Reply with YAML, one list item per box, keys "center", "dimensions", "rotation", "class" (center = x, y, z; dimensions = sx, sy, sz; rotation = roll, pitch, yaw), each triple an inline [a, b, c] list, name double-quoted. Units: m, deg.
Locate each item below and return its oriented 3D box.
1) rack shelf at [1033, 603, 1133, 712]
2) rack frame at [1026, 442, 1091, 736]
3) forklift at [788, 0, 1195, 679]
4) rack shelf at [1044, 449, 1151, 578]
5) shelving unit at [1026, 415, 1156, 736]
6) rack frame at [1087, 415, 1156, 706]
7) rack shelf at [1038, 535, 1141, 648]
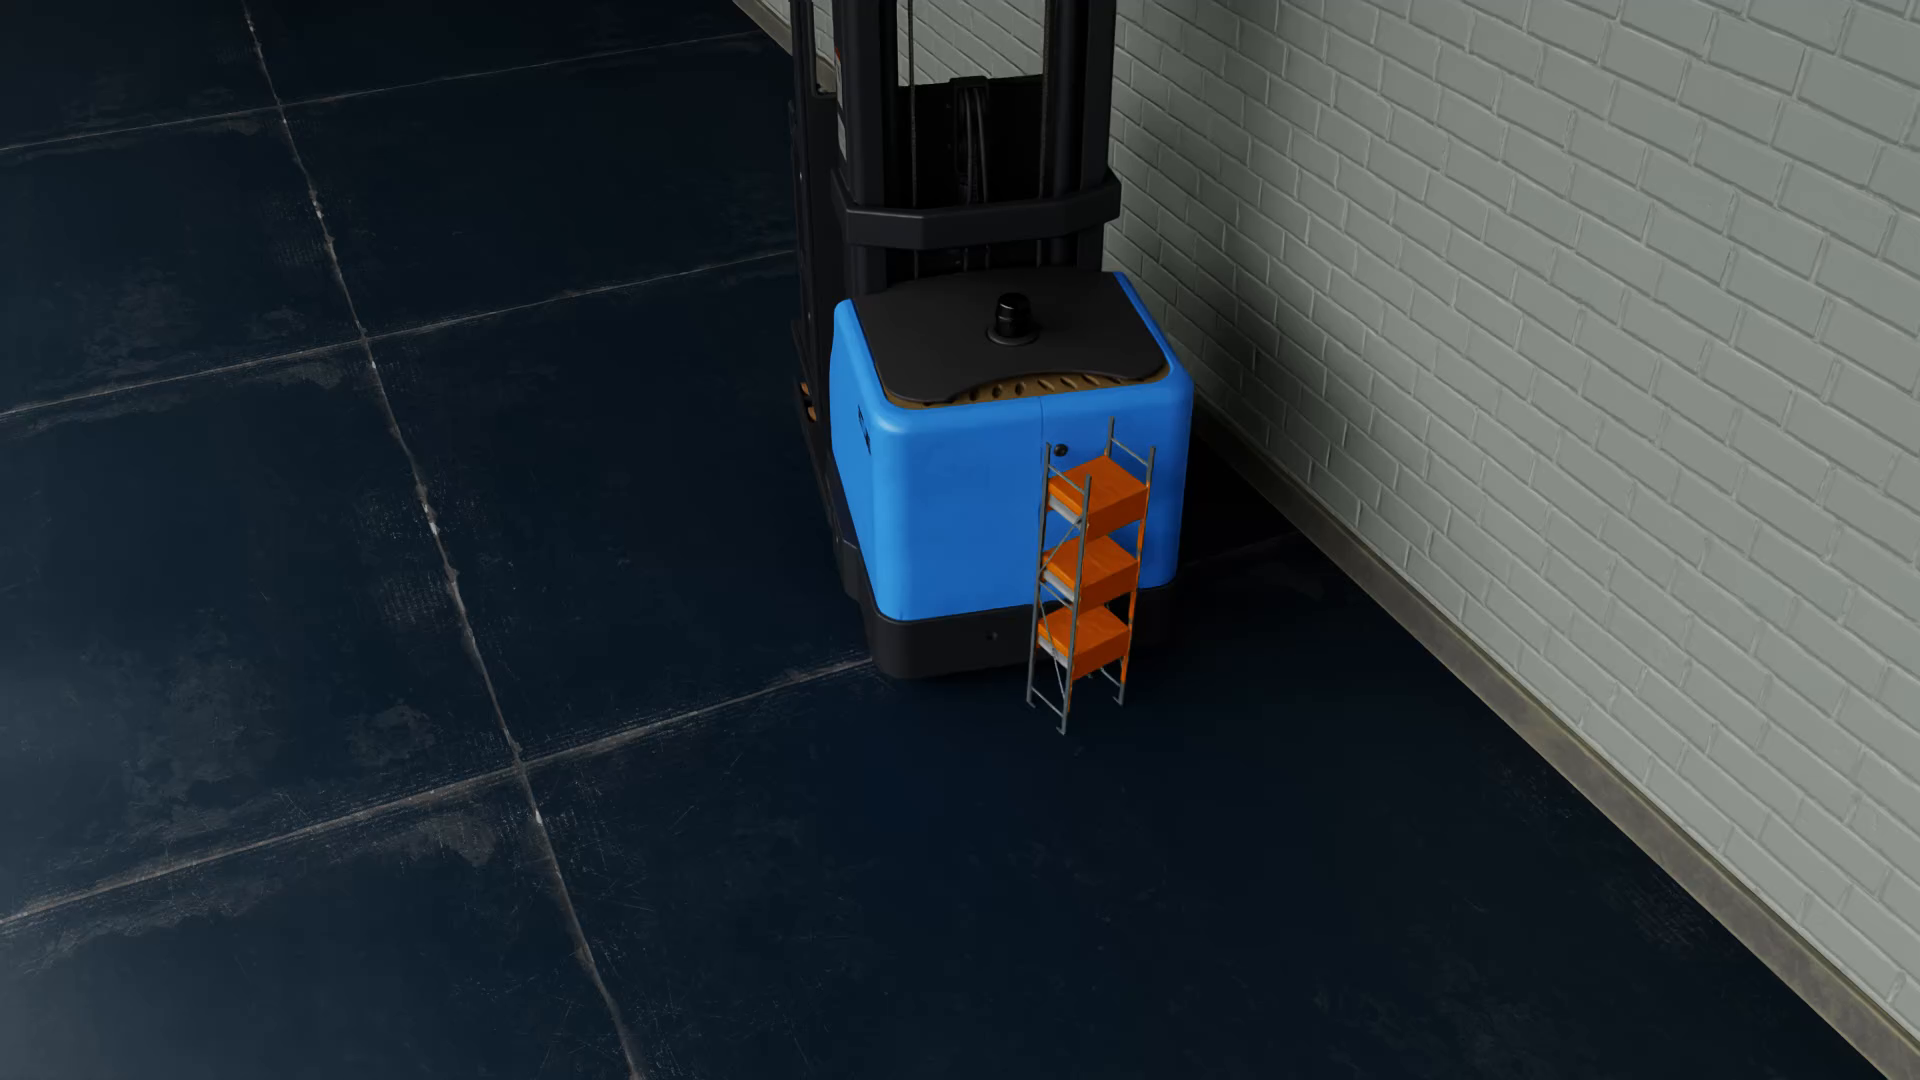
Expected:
- center: [0.387, 0.356, 5.363]
  dimensions: [0.240, 0.259, 0.215]
  rotation: [-24, 46, -28]
  class: "rack shelf"
- center: [0.297, 0.175, 5.124]
  dimensions: [0.008, 1.050, 0.200]
  rotation: [-24, 46, -28]
  class: "rack frame"
- center: [-0.071, -1.593, 5.938]
  dimensions: [1.130, 2.935, 3.031]
  rotation: [-7, 37, -10]
  class: "forklift"
- center: [0.403, -0.081, 5.011]
  dimensions: [0.240, 0.259, 0.215]
  rotation: [-24, 46, -28]
  class: "rack shelf"
- center: [0.395, 0.132, 5.182]
  dimensions: [0.252, 1.050, 0.215]
  rotation: [-24, 46, -28]
  class: "shelving unit"
- center: [0.494, 0.088, 5.240]
  dimensions: [0.008, 1.050, 0.200]
  rotation: [-24, 46, -28]
  class: "rack frame"
- center: [0.395, 0.140, 5.189]
  dimensions: [0.240, 0.259, 0.215]
  rotation: [-24, 46, -28]
  class: "rack shelf"
